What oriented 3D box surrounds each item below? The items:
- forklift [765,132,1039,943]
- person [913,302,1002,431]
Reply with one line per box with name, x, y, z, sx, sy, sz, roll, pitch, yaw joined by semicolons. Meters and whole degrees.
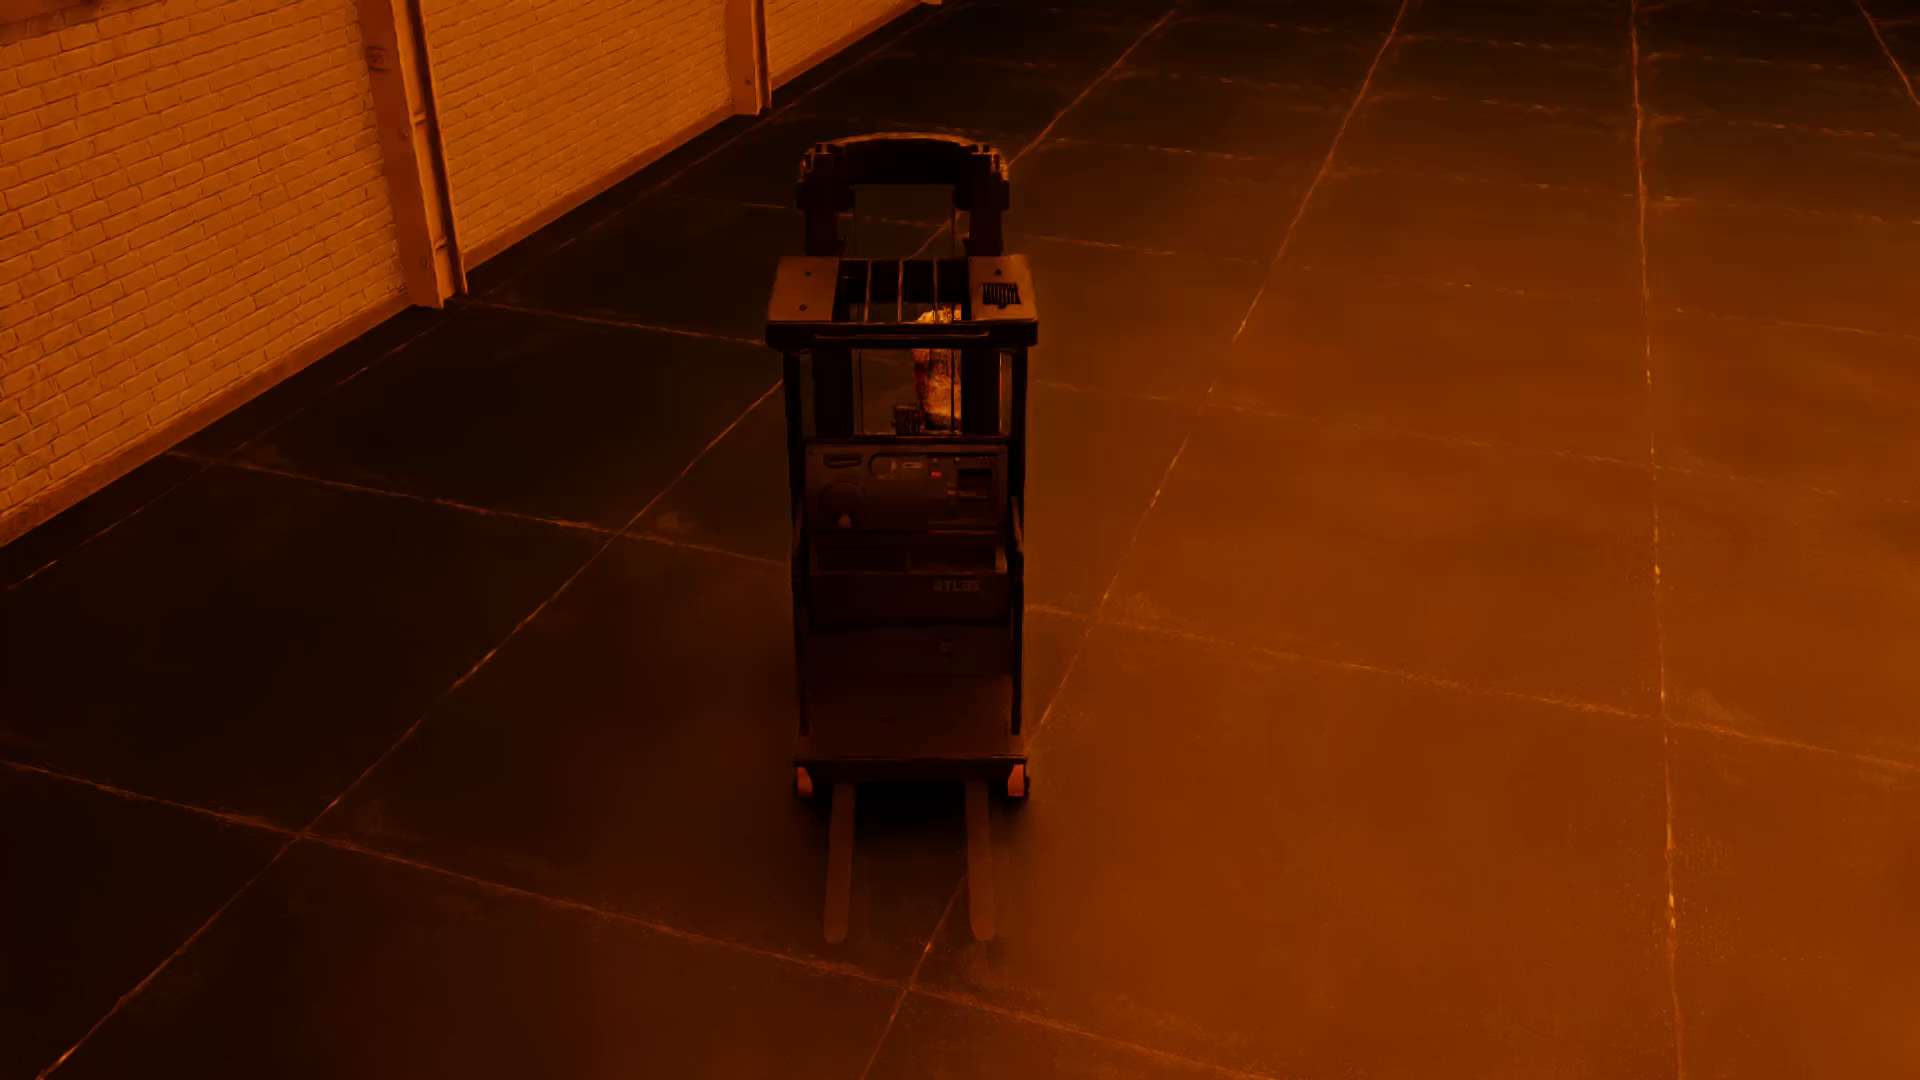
forklift;-0.238;-0.194;7.477;1.130;2.935;3.031;-1;30;-1
person;0.005;-0.777;9.671;0.523;1.773;0.396;10;31;16
